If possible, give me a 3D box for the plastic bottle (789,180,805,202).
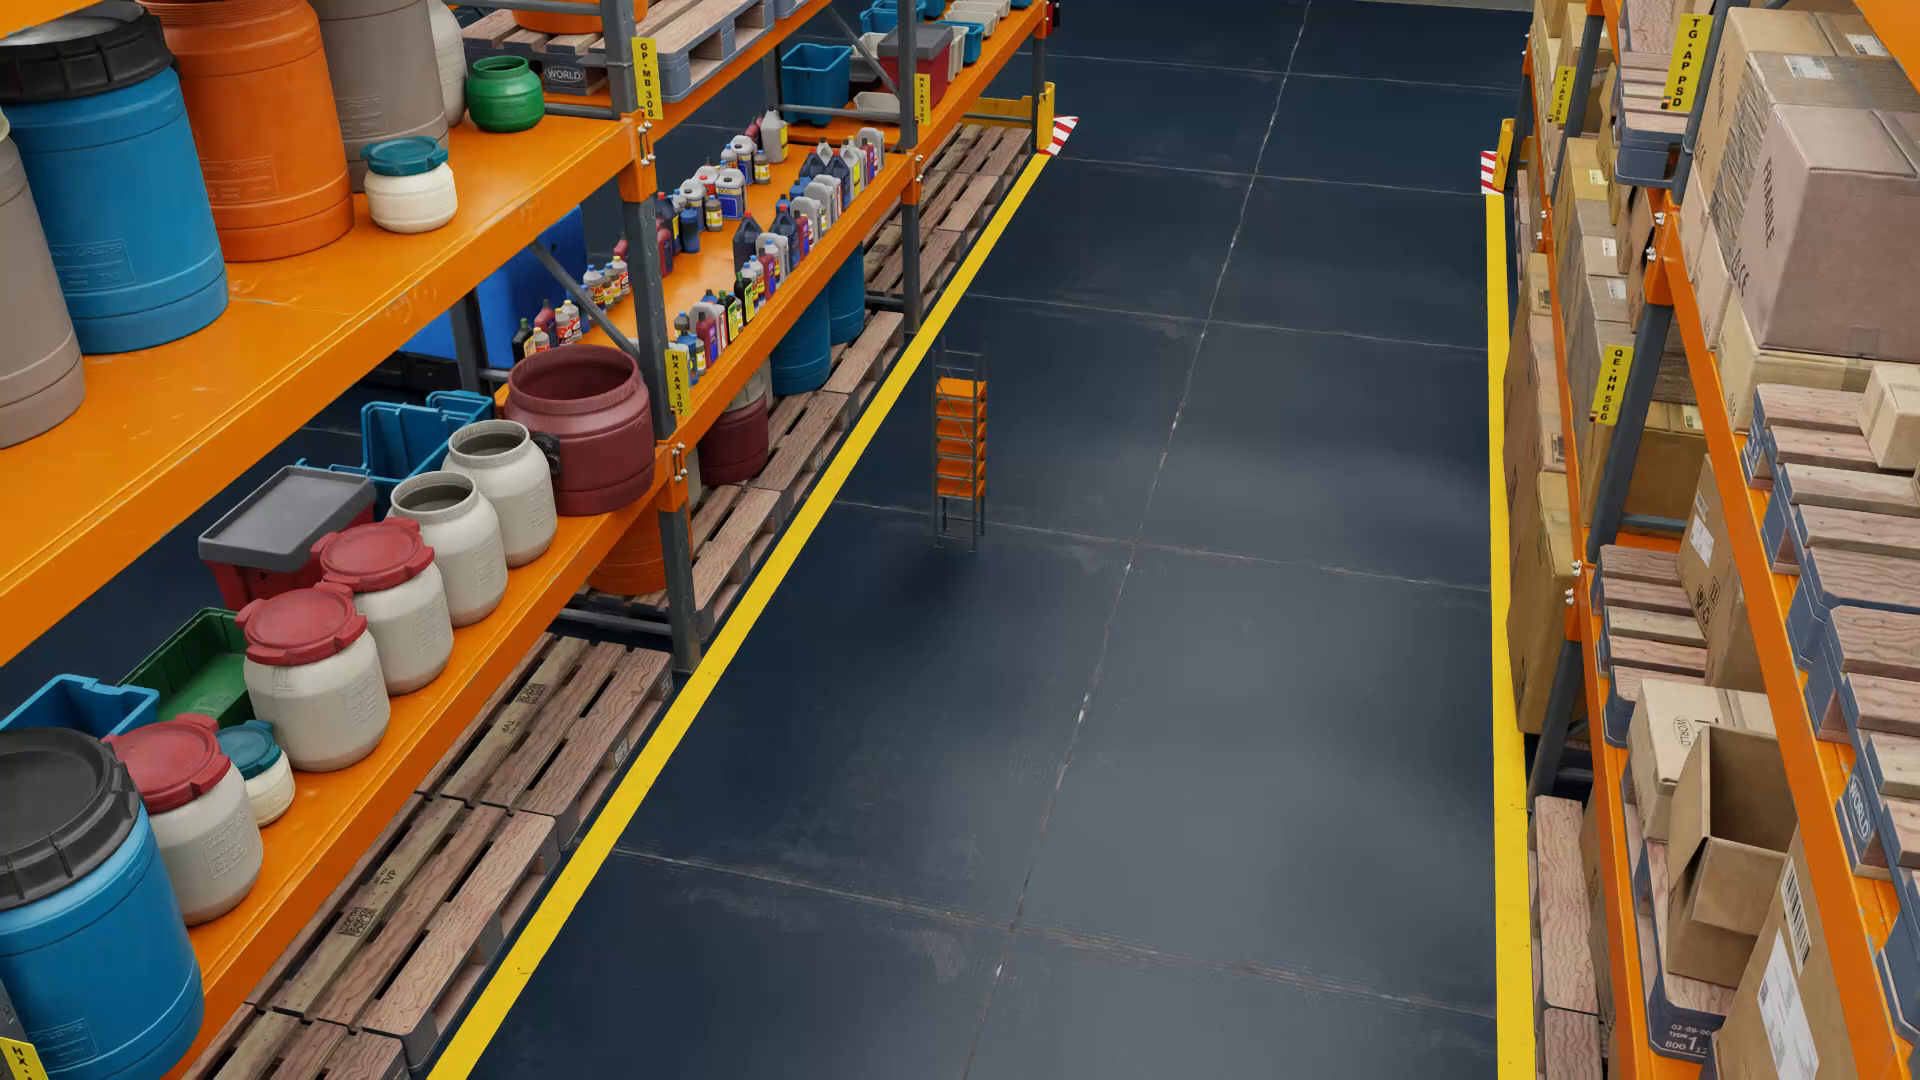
[{"bbox_3d":[-0.939,-1.957,9.652,0.097,0.271,0.097,0,32,0],"label":"plastic bottle"}]

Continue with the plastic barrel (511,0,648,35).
[{"bbox_3d":[-1.640,-2.616,6.982,0.600,0.830,0.708,8,33,12],"label":"plastic barrel"}]

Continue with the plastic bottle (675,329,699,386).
[{"bbox_3d":[-1.309,-0.880,7.959,0.097,0.271,0.097,0,32,0],"label":"plastic bottle"}]

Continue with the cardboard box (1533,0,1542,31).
[{"bbox_3d":[4.651,-4.025,12.647,0.500,0.250,0.500,7,33,11],"label":"cardboard box"}]

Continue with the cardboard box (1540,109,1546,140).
[{"bbox_3d":[4.040,-2.730,10.982,0.380,0.149,0.250,9,33,13],"label":"cardboard box"}]

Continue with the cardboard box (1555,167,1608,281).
[{"bbox_3d":[3.534,-1.676,8.996,0.500,0.500,0.500,8,33,12],"label":"cardboard box"}]

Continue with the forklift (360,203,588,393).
[{"bbox_3d":[-4.005,-2.551,10.531,3.031,2.935,1.130,10,34,16],"label":"forklift"}]

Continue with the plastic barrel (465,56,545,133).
[{"bbox_3d":[-1.800,-1.763,6.576,0.294,0.245,0.294,0,32,0],"label":"plastic barrel"}]

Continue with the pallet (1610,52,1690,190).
[{"bbox_3d":[3.116,-1.551,6.274,1.213,0.211,1.003,10,34,15],"label":"pallet"}]

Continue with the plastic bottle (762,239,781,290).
[{"bbox_3d":[-1.016,-1.480,8.901,0.097,0.271,0.097,0,32,0],"label":"plastic bottle"}]

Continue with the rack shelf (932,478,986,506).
[{"bbox_3d":[-0.004,-0.259,9.069,0.258,0.103,0.180,8,33,12],"label":"rack shelf"}]

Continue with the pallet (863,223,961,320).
[{"bbox_3d":[-0.623,-1.983,12.173,1.003,0.211,1.213,8,33,12],"label":"pallet"}]

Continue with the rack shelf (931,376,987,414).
[{"bbox_3d":[-0.004,-0.765,8.747,0.258,0.103,0.180,8,33,12],"label":"rack shelf"}]

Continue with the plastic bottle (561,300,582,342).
[{"bbox_3d":[-1.967,-1.109,8.384,0.097,0.201,0.097,0,32,0],"label":"plastic bottle"}]

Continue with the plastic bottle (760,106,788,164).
[{"bbox_3d":[-1.185,-2.593,10.579,0.144,0.351,0.185,8,33,12],"label":"plastic bottle"}]

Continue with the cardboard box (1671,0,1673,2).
[{"bbox_3d":[3.502,-2.573,7.218,0.797,0.503,0.637,8,33,12],"label":"cardboard box"}]

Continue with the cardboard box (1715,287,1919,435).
[{"bbox_3d":[2.386,-0.482,4.556,0.500,0.250,0.500,9,33,13],"label":"cardboard box"}]

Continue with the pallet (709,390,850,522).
[{"bbox_3d":[-1.316,-0.567,9.945,1.003,0.211,1.213,8,33,12],"label":"pallet"}]

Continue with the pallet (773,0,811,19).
[{"bbox_3d":[-1.161,-2.950,8.475,1.003,0.211,1.213,8,33,12],"label":"pallet"}]

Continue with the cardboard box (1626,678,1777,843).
[{"bbox_3d":[2.356,0.701,5.099,0.500,0.250,0.500,7,33,11],"label":"cardboard box"}]

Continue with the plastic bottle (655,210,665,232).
[{"bbox_3d":[-1.667,-1.666,9.184,0.061,0.283,0.133,8,33,12],"label":"plastic bottle"}]

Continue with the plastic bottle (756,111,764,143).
[{"bbox_3d":[-1.278,-2.592,10.640,0.061,0.283,0.133,8,33,12],"label":"plastic bottle"}]

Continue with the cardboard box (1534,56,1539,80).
[{"bbox_3d":[4.366,-3.396,12.030,0.380,0.149,0.250,7,33,11],"label":"cardboard box"}]

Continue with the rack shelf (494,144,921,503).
[{"bbox_3d":[-1.279,-1.432,9.377,1.077,0.370,4.000,8,33,12],"label":"rack shelf"}]

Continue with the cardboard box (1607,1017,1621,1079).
[{"bbox_3d":[2.587,1.781,5.572,0.700,0.500,0.500,11,34,16],"label":"cardboard box"}]

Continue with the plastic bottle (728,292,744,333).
[{"bbox_3d":[-1.157,-1.160,8.464,0.097,0.201,0.097,0,32,0],"label":"plastic bottle"}]

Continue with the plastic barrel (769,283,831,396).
[{"bbox_3d":[-1.106,-1.418,10.248,0.600,0.901,0.708,8,33,12],"label":"plastic barrel"}]

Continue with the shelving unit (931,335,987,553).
[{"bbox_3d":[-0.004,-0.499,8.916,0.258,1.200,0.189,8,33,12],"label":"shelving unit"}]

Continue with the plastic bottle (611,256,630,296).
[{"bbox_3d":[-1.819,-1.413,8.861,0.097,0.201,0.097,0,32,0],"label":"plastic bottle"}]

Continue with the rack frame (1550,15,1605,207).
[{"bbox_3d":[4.019,-2.099,9.756,1.000,3.000,0.127,8,33,12],"label":"rack frame"}]

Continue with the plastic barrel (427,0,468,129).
[{"bbox_3d":[-2.162,-1.891,6.529,0.421,0.512,0.421,0,32,0],"label":"plastic barrel"}]

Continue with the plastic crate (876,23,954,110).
[{"bbox_3d":[-0.303,-3.255,11.458,0.402,0.464,0.583,8,33,12],"label":"plastic crate"}]

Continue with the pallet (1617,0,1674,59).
[{"bbox_3d":[3.397,-2.132,7.187,1.003,0.211,1.213,10,34,15],"label":"pallet"}]

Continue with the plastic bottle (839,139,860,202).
[{"bbox_3d":[-0.689,-2.231,10.009,0.144,0.351,0.185,8,33,12],"label":"plastic bottle"}]

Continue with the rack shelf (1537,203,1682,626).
[{"bbox_3d":[3.511,-0.758,8.316,1.077,0.370,4.000,8,33,12],"label":"rack shelf"}]

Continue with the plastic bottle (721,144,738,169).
[{"bbox_3d":[-1.407,-2.284,10.167,0.097,0.271,0.097,0,32,0],"label":"plastic bottle"}]

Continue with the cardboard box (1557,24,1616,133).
[{"bbox_3d":[3.877,-2.753,9.948,0.500,0.500,0.500,9,34,14],"label":"cardboard box"}]

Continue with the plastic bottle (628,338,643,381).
[{"bbox_3d":[-1.512,-0.847,7.901,0.152,0.276,0.135,8,33,12],"label":"plastic bottle"}]

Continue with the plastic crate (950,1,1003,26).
[{"bbox_3d":[0.124,-4.167,13.198,0.396,0.136,0.243,8,33,12],"label":"plastic crate"}]

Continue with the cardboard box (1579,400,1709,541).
[{"bbox_3d":[2.889,-0.355,6.920,0.500,0.500,0.500,9,34,14],"label":"cardboard box"}]

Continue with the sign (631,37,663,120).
[{"bbox_3d":[-1.253,-1.848,6.663,0.100,0.325,0.005,8,33,12],"label":"sign"}]

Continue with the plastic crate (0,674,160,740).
[{"bbox_3d":[-2.823,0.770,5.258,0.392,0.384,0.575,8,33,12],"label":"plastic crate"}]

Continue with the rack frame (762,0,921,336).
[{"bbox_3d":[-0.772,-2.773,10.817,1.000,3.000,0.127,8,33,12],"label":"rack frame"}]

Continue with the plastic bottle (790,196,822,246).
[{"bbox_3d":[-0.873,-1.831,9.450,0.152,0.276,0.135,8,33,12],"label":"plastic bottle"}]

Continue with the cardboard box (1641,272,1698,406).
[{"bbox_3d":[3.205,-0.866,6.788,0.797,0.503,0.637,9,34,14],"label":"cardboard box"}]

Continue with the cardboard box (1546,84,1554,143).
[{"bbox_3d":[4.006,-2.695,10.556,0.500,0.250,0.500,9,34,14],"label":"cardboard box"}]

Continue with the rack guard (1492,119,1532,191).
[{"bbox_3d":[5.040,-3.132,13.711,1.175,0.500,0.348,8,33,12],"label":"rack guard"}]

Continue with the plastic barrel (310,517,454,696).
[{"bbox_3d":[-2.051,0.249,5.936,0.433,0.535,0.433,0,32,0],"label":"plastic barrel"}]

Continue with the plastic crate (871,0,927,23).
[{"bbox_3d":[-0.472,-4.037,12.905,0.416,0.233,0.300,8,33,12],"label":"plastic crate"}]
